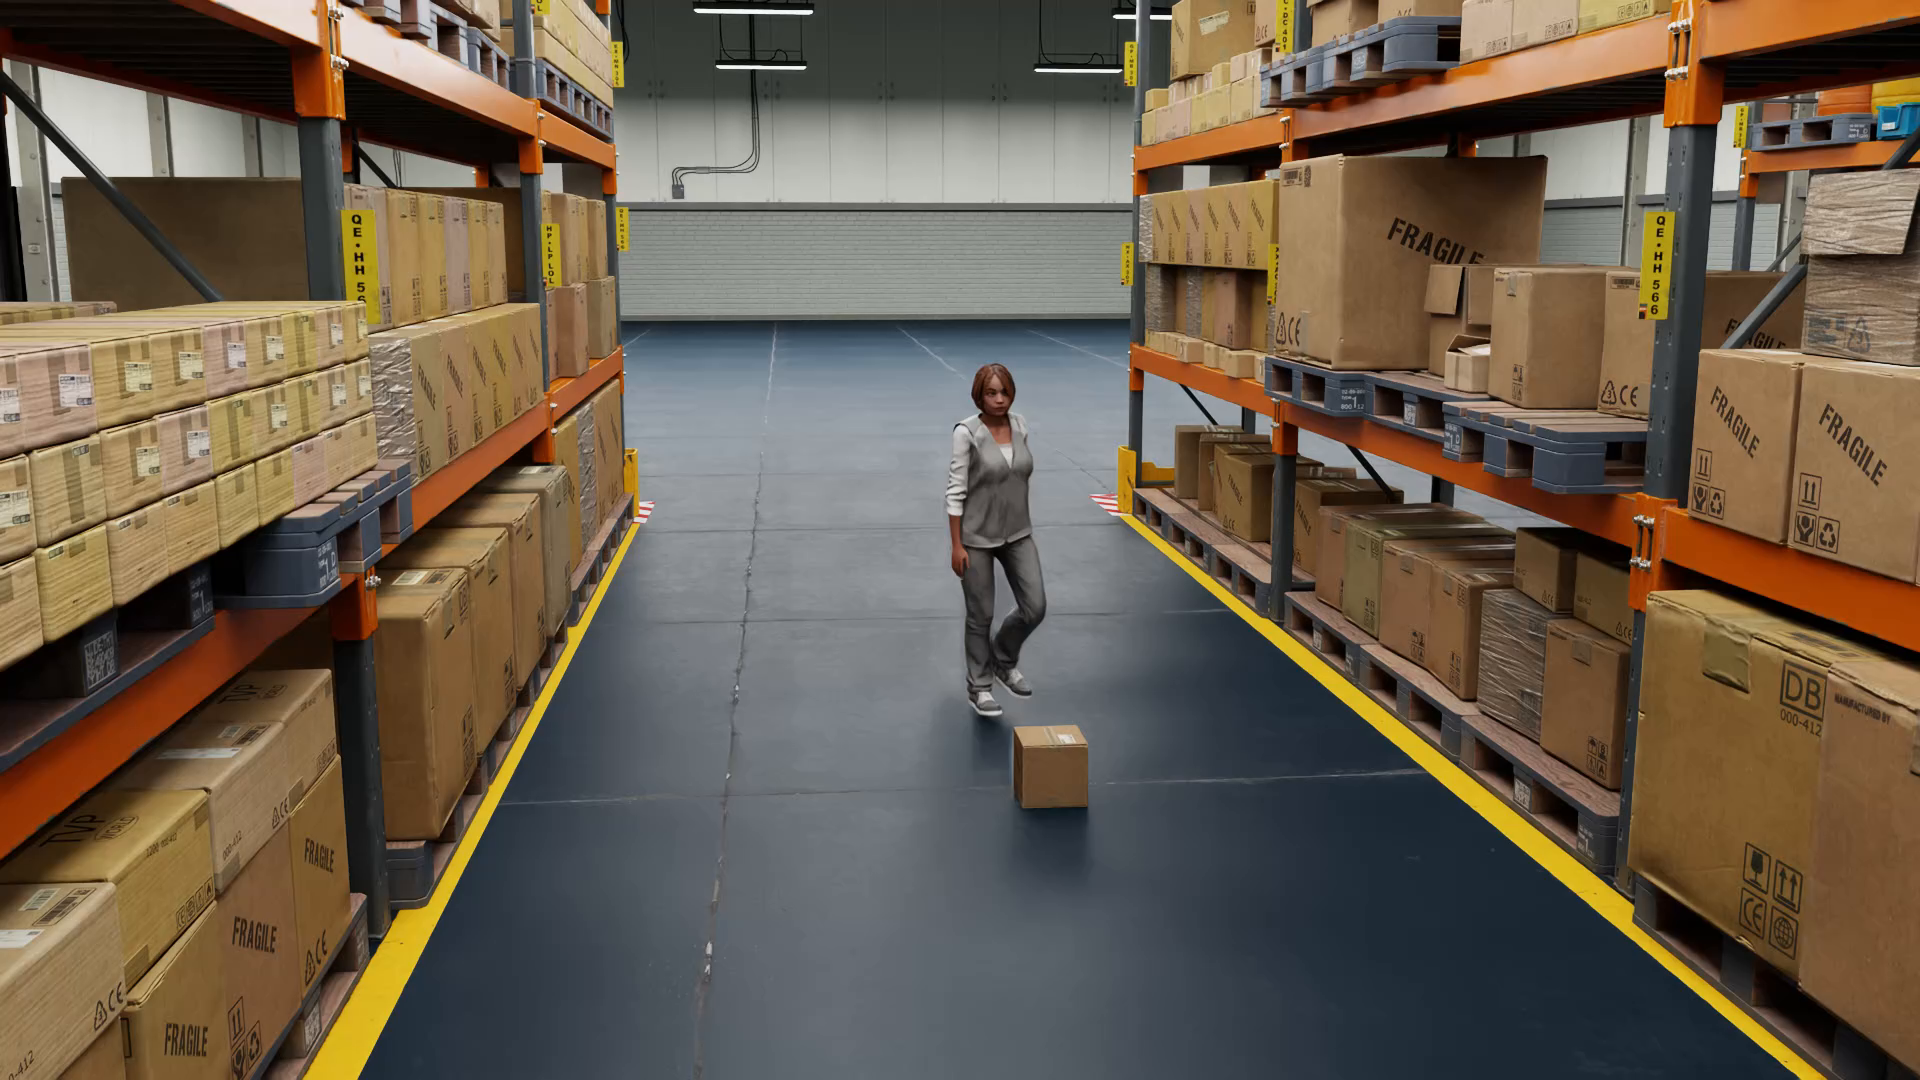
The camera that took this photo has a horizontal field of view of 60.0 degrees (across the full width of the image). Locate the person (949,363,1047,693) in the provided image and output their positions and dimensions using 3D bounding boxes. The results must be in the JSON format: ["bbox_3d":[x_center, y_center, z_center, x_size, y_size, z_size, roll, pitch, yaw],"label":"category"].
[{"bbox_3d":[0.137,-0.021,7.318,0.437,1.502,0.427,-5,11,-24],"label":"person"}]
